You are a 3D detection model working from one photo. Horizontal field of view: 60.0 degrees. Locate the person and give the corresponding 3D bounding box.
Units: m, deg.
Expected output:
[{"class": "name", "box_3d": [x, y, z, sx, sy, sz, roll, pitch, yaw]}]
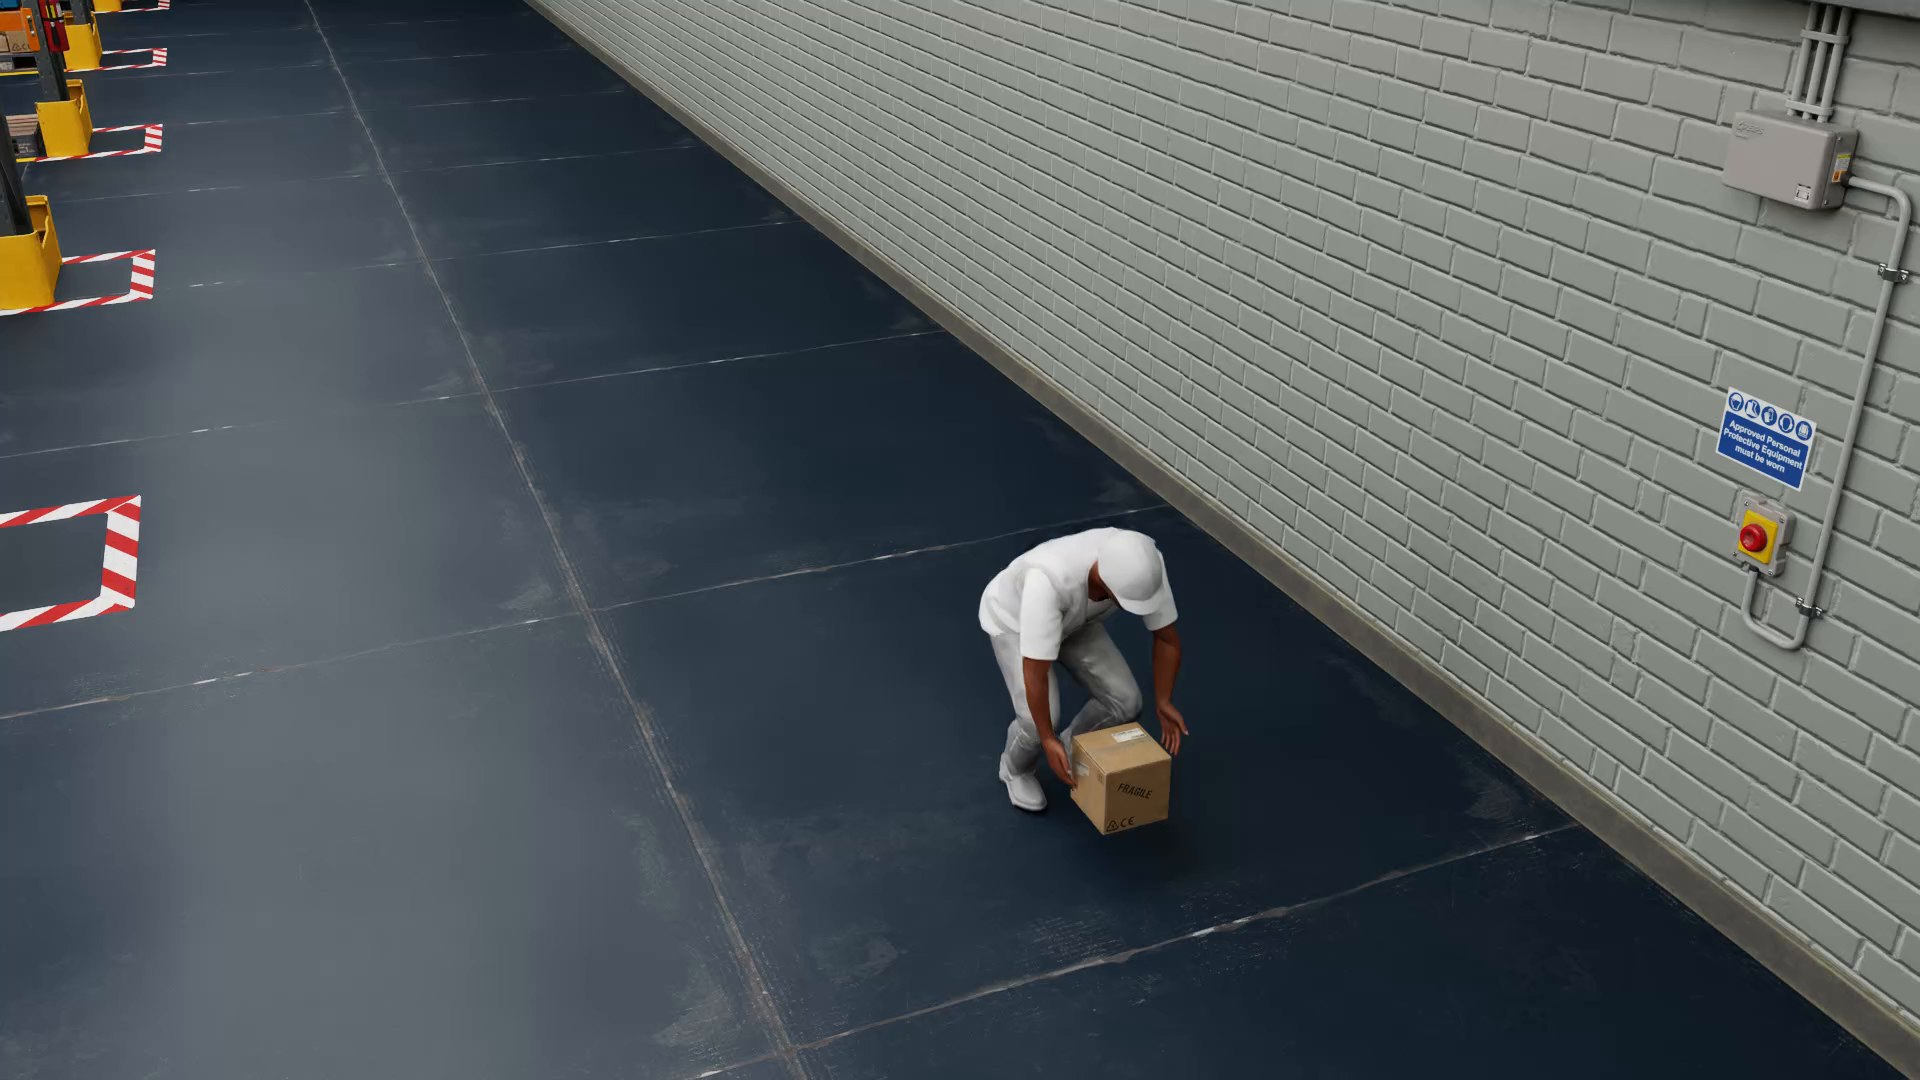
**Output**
[{"class": "person", "box_3d": [0.430, 0.400, 5.903, 0.620, 1.207, 0.839, -10, 28, -21]}]
